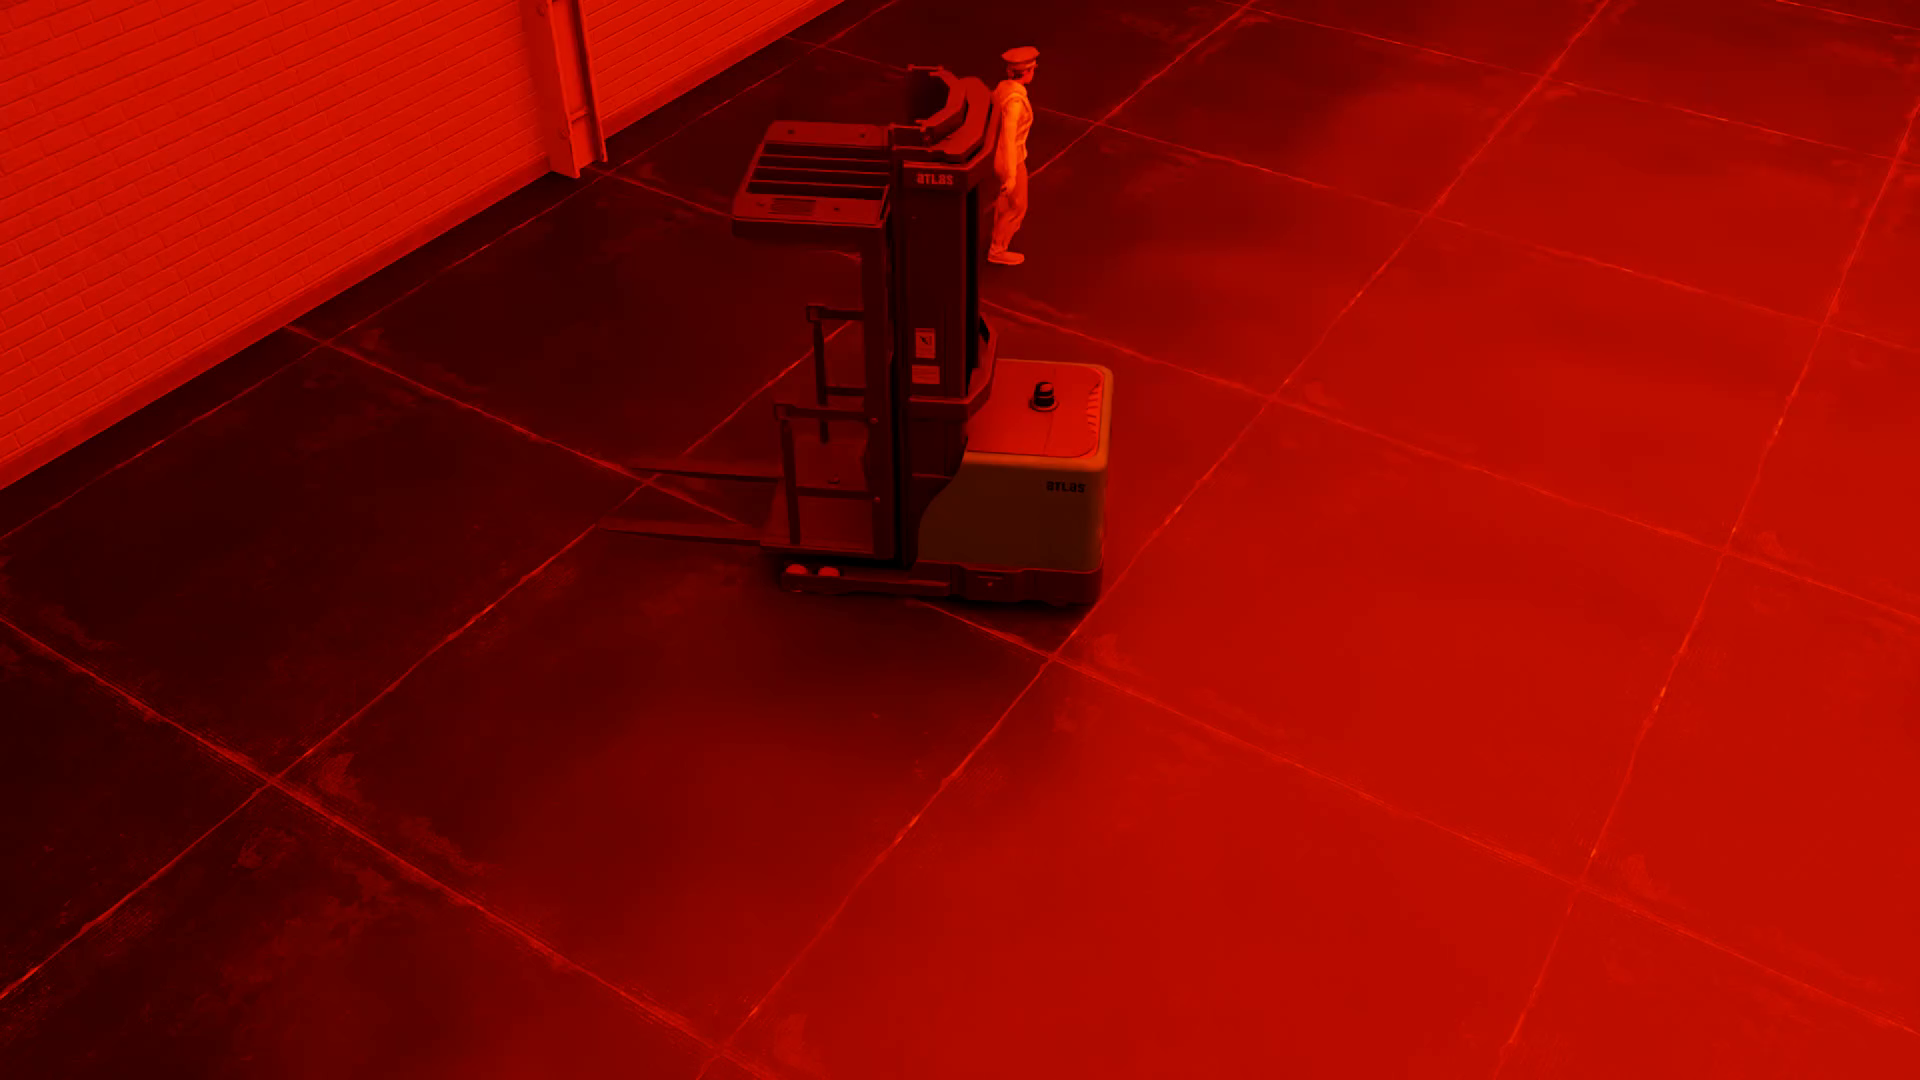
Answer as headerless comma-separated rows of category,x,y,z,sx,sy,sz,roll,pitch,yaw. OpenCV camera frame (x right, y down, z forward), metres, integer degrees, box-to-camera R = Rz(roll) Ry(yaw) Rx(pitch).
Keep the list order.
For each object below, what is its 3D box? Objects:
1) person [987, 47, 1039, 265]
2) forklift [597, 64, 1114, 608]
person,0.371,-2.853,12.344,0.381,1.637,0.784,-8,41,-9
forklift,-0.636,-1.130,9.300,3.031,2.935,1.130,4,40,5
